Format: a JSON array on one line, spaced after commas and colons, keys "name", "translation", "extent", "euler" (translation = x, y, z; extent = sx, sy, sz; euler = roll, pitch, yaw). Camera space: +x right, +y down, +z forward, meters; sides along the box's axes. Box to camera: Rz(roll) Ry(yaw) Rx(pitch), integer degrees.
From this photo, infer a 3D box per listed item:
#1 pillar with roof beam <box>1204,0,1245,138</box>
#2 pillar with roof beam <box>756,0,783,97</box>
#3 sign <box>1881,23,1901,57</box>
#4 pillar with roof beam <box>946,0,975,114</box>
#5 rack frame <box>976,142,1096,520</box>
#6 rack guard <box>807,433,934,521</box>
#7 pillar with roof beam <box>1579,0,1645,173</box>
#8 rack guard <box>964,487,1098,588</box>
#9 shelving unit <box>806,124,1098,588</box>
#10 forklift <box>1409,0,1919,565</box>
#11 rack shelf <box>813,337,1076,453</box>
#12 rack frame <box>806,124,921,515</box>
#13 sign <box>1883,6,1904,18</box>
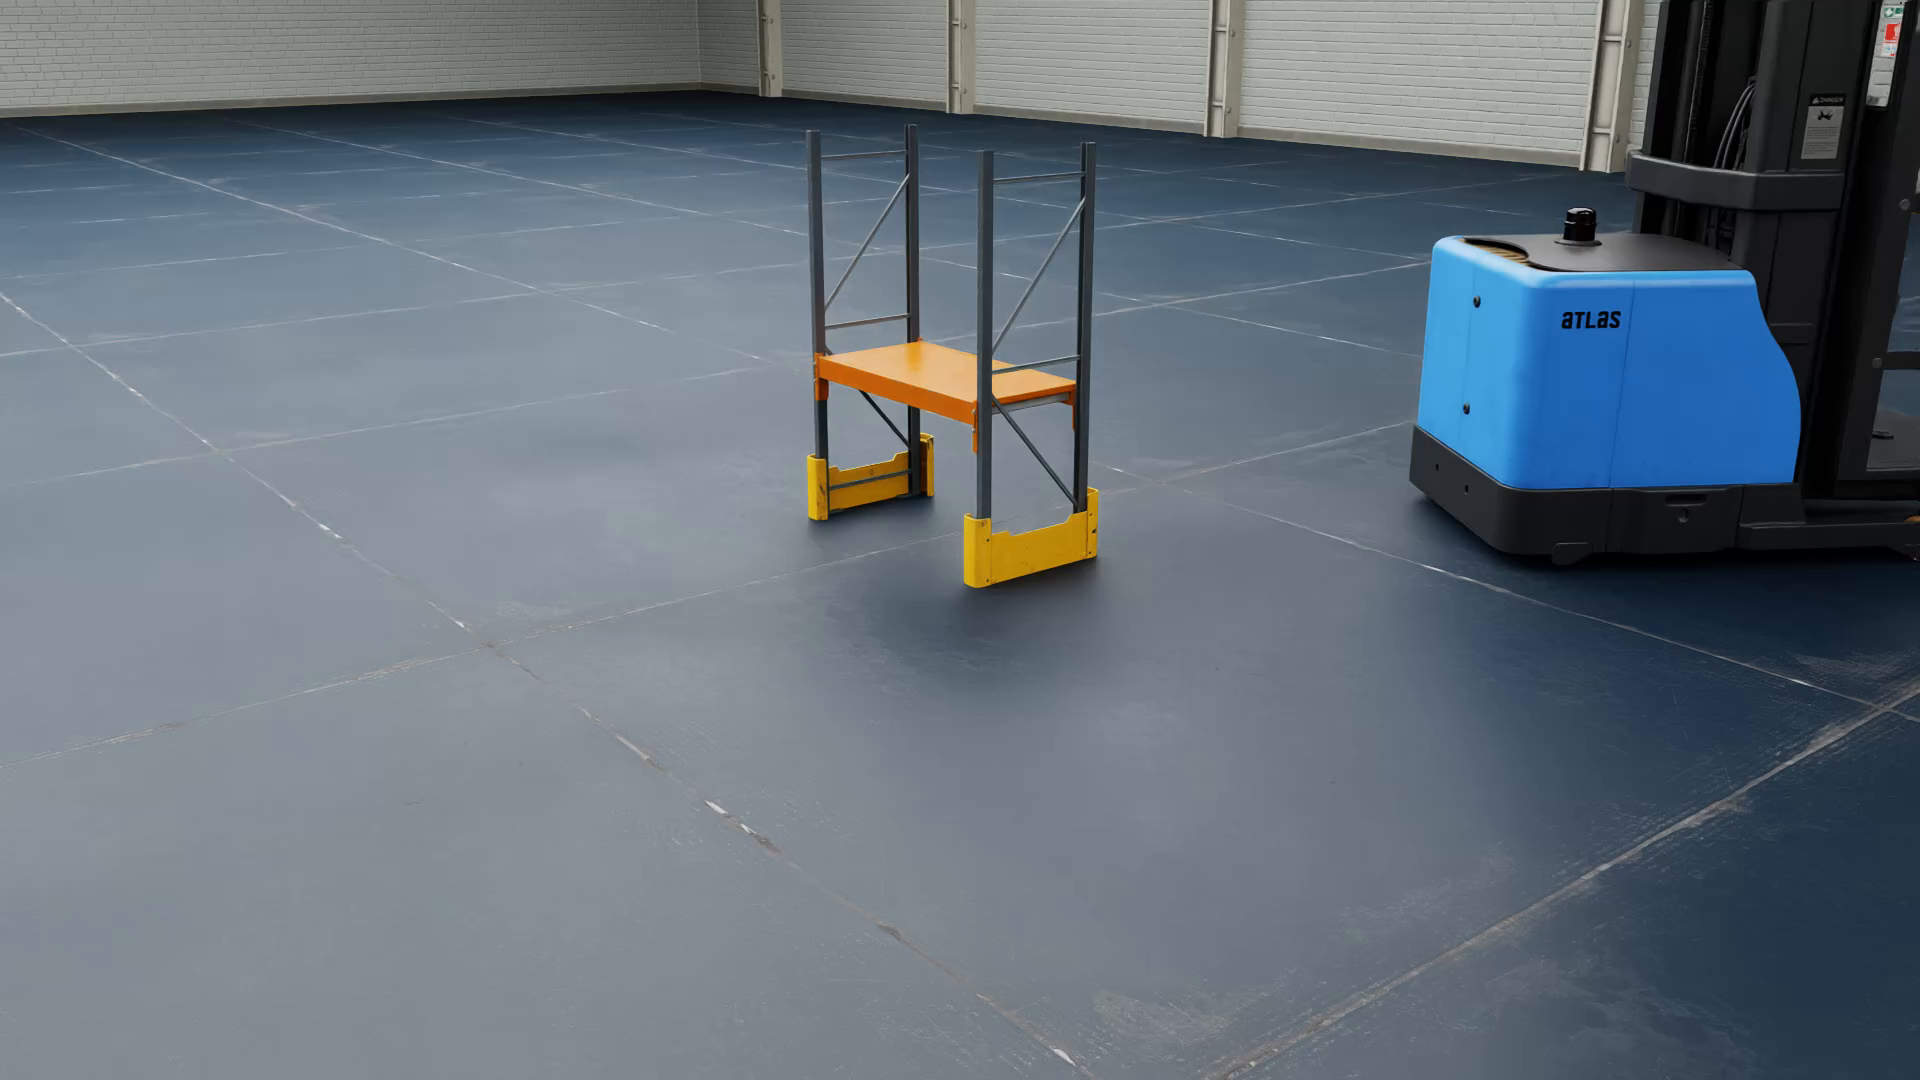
[{"name": "pillar with roof beam", "translation": [0.360, -9.206, 19.850], "extent": [9.100, 9.000, 0.400], "euler": [-14, 23, -36]}, {"name": "pillar with roof beam", "translation": [-7.091, -12.163, 28.780], "extent": [9.100, 9.000, 0.400], "euler": [-14, 23, -36]}, {"name": "sign", "translation": [9.418, -5.031, 16.729], "extent": [0.001, 0.329, 0.234], "euler": [-14, 23, -36]}, {"name": "pillar with roof beam", "translation": [-3.366, -10.685, 24.315], "extent": [9.100, 9.000, 0.400], "euler": [-14, 23, -36]}, {"name": "rack frame", "translation": [0.263, -0.608, 5.812], "extent": [0.500, 1.500, 0.032], "euler": [-14, 23, -36]}, {"name": "rack guard", "translation": [-0.357, -0.260, 6.751], "extent": [0.587, 0.250, 0.087], "euler": [-14, 23, -36]}, {"name": "pillar with roof beam", "translation": [4.085, -7.728, 15.385], "extent": [9.100, 9.000, 0.400], "euler": [-14, 23, -36]}, {"name": "rack guard", "translation": [0.262, -0.015, 6.009], "extent": [0.587, 0.250, 0.087], "euler": [-14, 23, -36]}, {"name": "shelving unit", "translation": [-0.047, -0.731, 6.183], "extent": [0.587, 1.500, 1.083], "euler": [-14, 23, -36]}, {"name": "forklift", "translation": [3.403, -1.476, 6.157], "extent": [3.031, 2.935, 1.130], "euler": [-2, 18, -5]}, {"name": "rack shelf", "translation": [-0.053, -0.562, 6.247], "extent": [0.538, 0.185, 1.000], "euler": [-14, 23, -36]}, {"name": "rack frame", "translation": [-0.369, -0.858, 6.569], "extent": [0.500, 1.500, 0.032], "euler": [-14, 23, -36]}, {"name": "sign", "translation": [9.414, -5.280, 16.637], "extent": [0.001, 0.109, 0.331], "euler": [-14, 23, -36]}]
